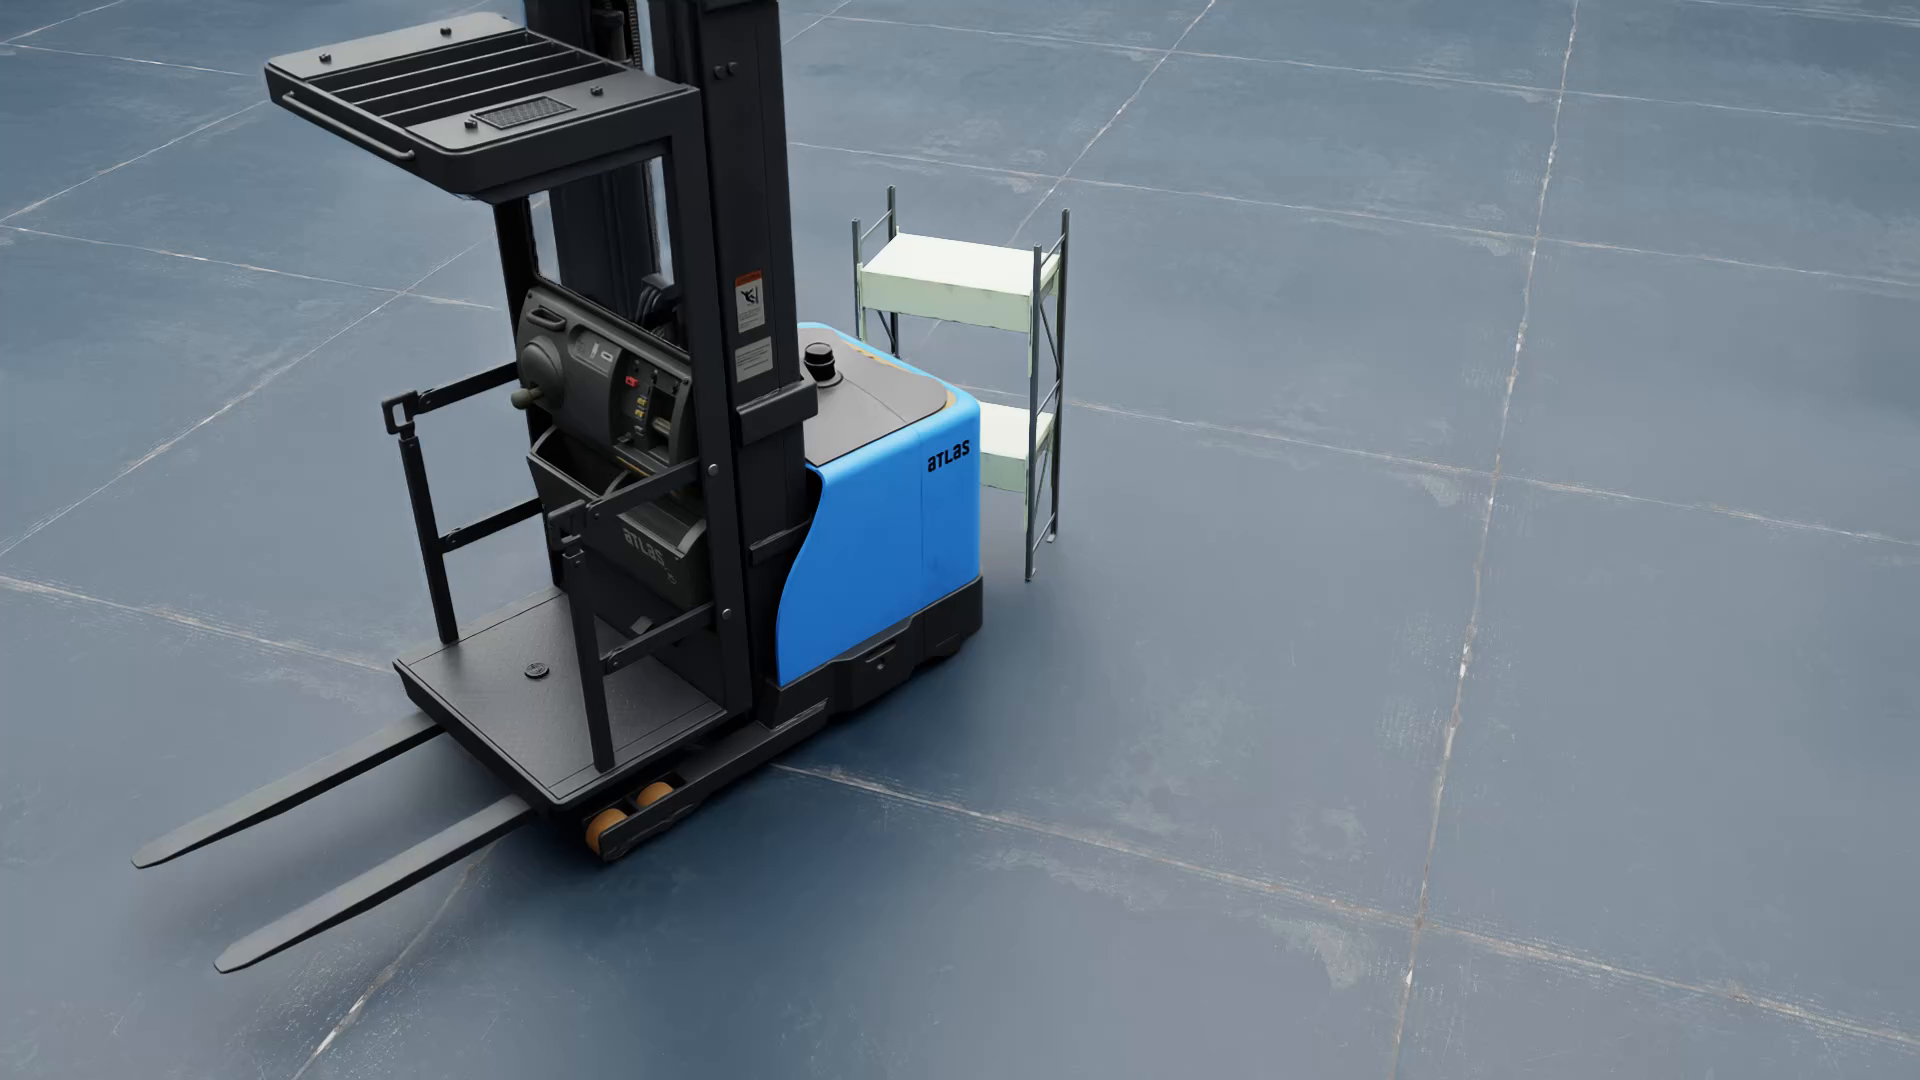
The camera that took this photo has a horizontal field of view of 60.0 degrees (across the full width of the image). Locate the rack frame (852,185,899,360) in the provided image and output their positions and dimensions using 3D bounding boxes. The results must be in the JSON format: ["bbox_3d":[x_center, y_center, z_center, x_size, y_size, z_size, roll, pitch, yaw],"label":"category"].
[{"bbox_3d":[-0.338,-0.696,6.945,0.023,1.500,0.400,11,34,16],"label":"rack frame"}]

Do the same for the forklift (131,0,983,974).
[{"bbox_3d":[-1.315,-0.477,5.286,3.031,2.935,1.130,-28,42,-36],"label":"forklift"}]

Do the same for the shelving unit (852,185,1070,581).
[{"bbox_3d":[0.006,-0.629,6.841,0.755,1.500,0.431,11,34,16],"label":"shelving unit"}]

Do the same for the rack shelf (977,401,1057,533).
[{"bbox_3d":[0.006,-0.355,7.018,0.720,0.370,0.431,11,34,16],"label":"rack shelf"}]

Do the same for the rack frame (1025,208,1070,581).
[{"bbox_3d":[0.351,-0.562,6.738,0.023,1.500,0.400,11,34,16],"label":"rack frame"}]

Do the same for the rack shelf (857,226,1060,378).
[{"bbox_3d":[0.006,-0.957,6.630,0.720,0.370,0.431,11,34,16],"label":"rack shelf"}]
